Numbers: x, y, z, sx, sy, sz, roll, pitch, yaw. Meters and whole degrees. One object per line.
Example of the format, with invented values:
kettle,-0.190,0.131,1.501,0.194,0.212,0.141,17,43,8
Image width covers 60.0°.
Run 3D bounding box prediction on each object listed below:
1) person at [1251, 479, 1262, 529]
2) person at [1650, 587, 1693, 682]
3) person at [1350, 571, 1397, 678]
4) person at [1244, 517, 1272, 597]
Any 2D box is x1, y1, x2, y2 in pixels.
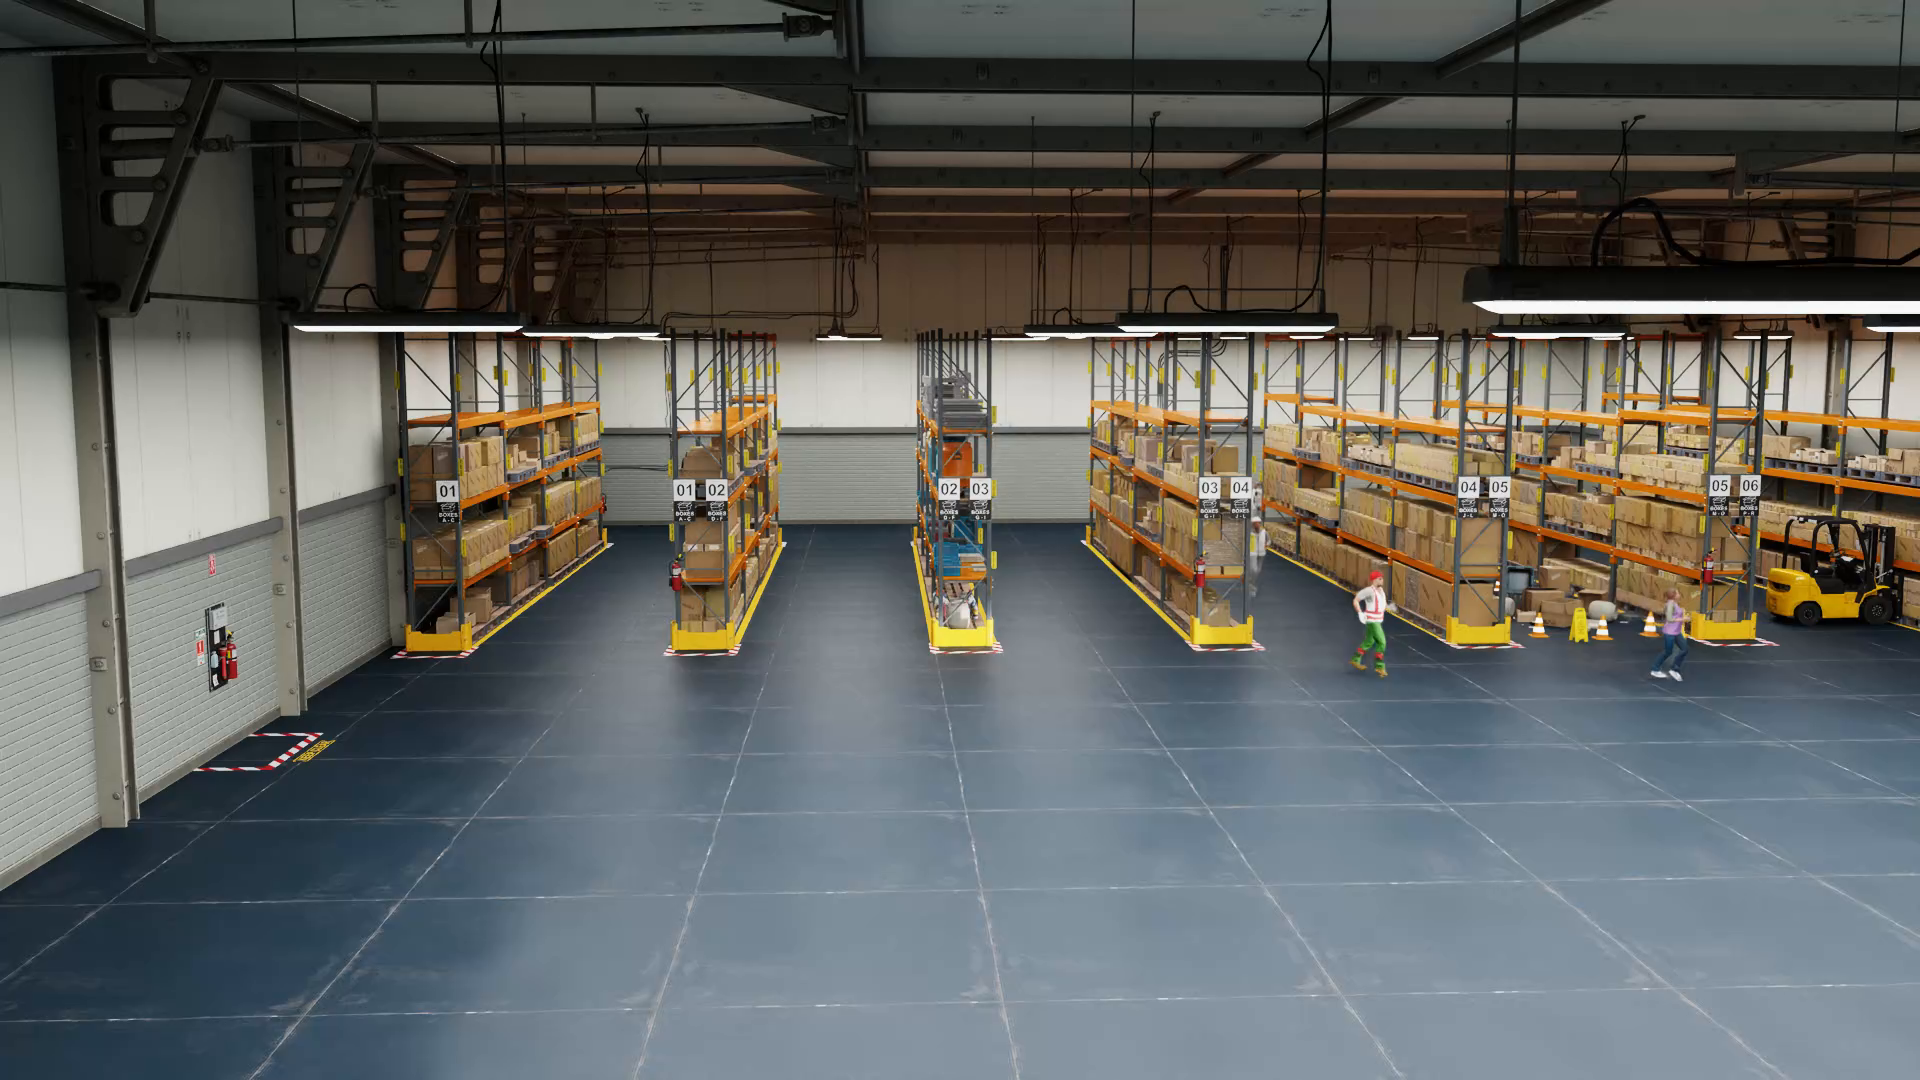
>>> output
person,8.718,-0.903,49.012,0.767,1.812,0.737,-2,7,-17
person,12.105,1.607,28.241,0.660,1.624,0.514,6,9,42
person,7.164,1.445,28.865,0.809,1.841,0.638,5,8,35
person,6.783,0.362,38.047,0.648,1.823,0.800,-1,7,-7
